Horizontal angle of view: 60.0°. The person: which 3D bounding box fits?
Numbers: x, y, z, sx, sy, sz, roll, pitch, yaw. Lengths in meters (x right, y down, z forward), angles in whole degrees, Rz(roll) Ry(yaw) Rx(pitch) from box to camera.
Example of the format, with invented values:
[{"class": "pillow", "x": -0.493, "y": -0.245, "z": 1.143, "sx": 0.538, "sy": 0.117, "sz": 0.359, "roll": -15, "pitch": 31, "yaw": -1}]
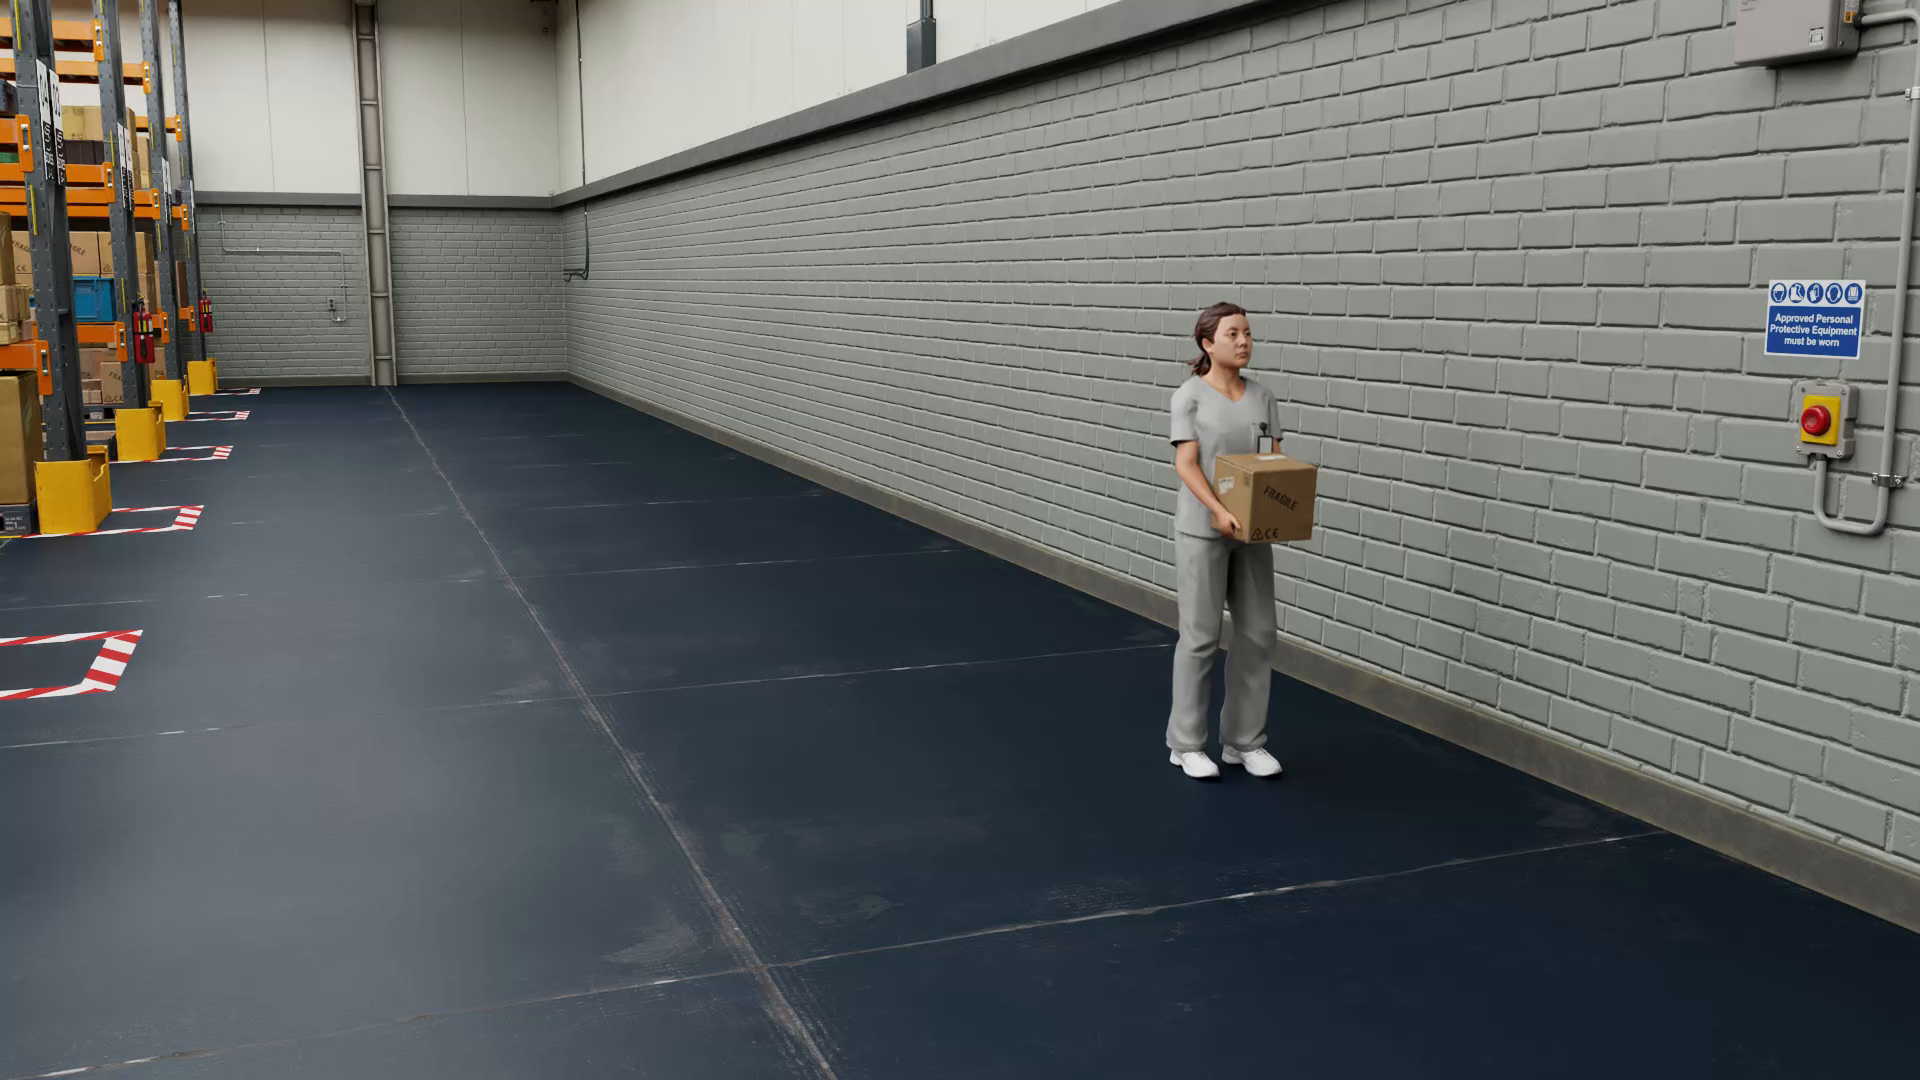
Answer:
[{"class": "person", "x": 0.968, "y": 0.003, "z": 5.862, "sx": 0.447, "sy": 1.667, "sz": 0.548, "roll": -3, "pitch": 10, "yaw": -21}]
